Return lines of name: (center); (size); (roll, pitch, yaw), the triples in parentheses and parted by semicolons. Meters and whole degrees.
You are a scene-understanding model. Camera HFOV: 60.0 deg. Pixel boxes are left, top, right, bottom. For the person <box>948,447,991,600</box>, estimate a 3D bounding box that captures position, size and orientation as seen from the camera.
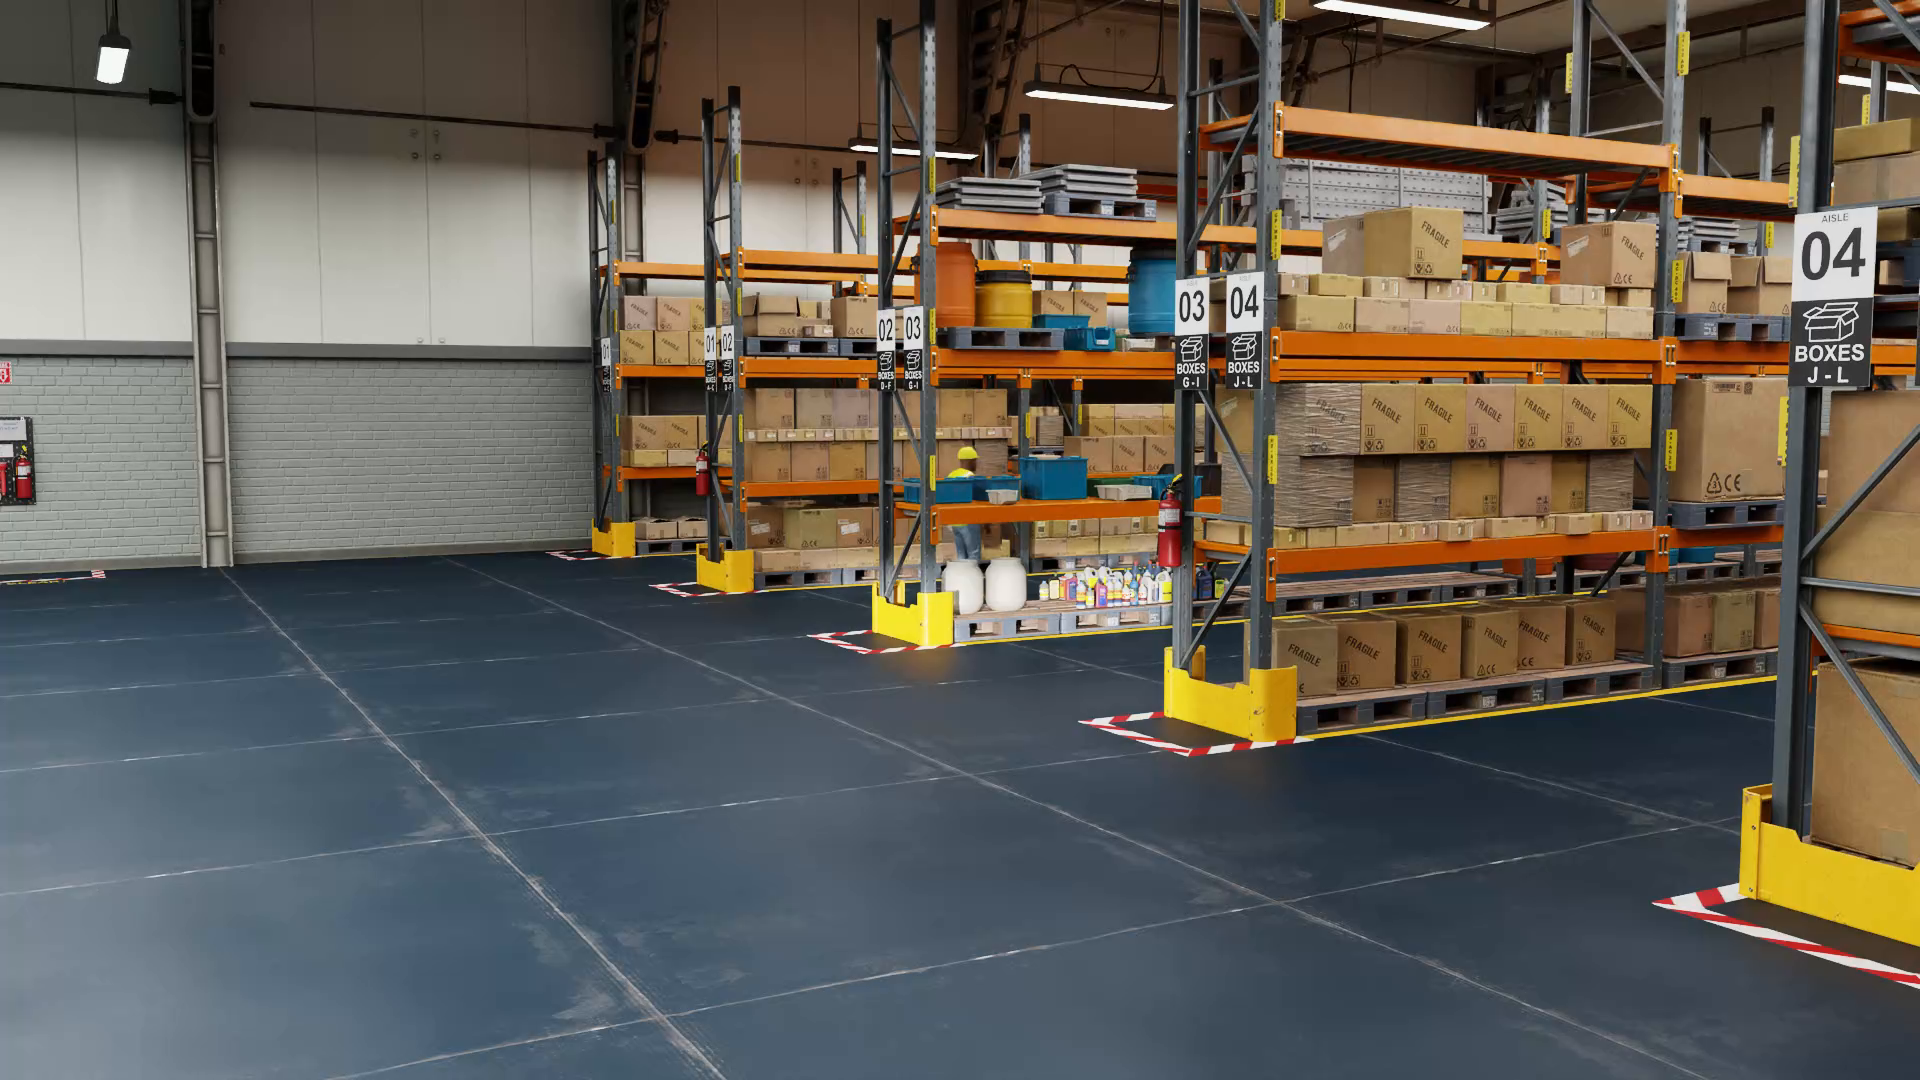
person: (0.087, -0.190, 19.317); (0.446, 1.764, 0.577); (-3, 6, -29)
